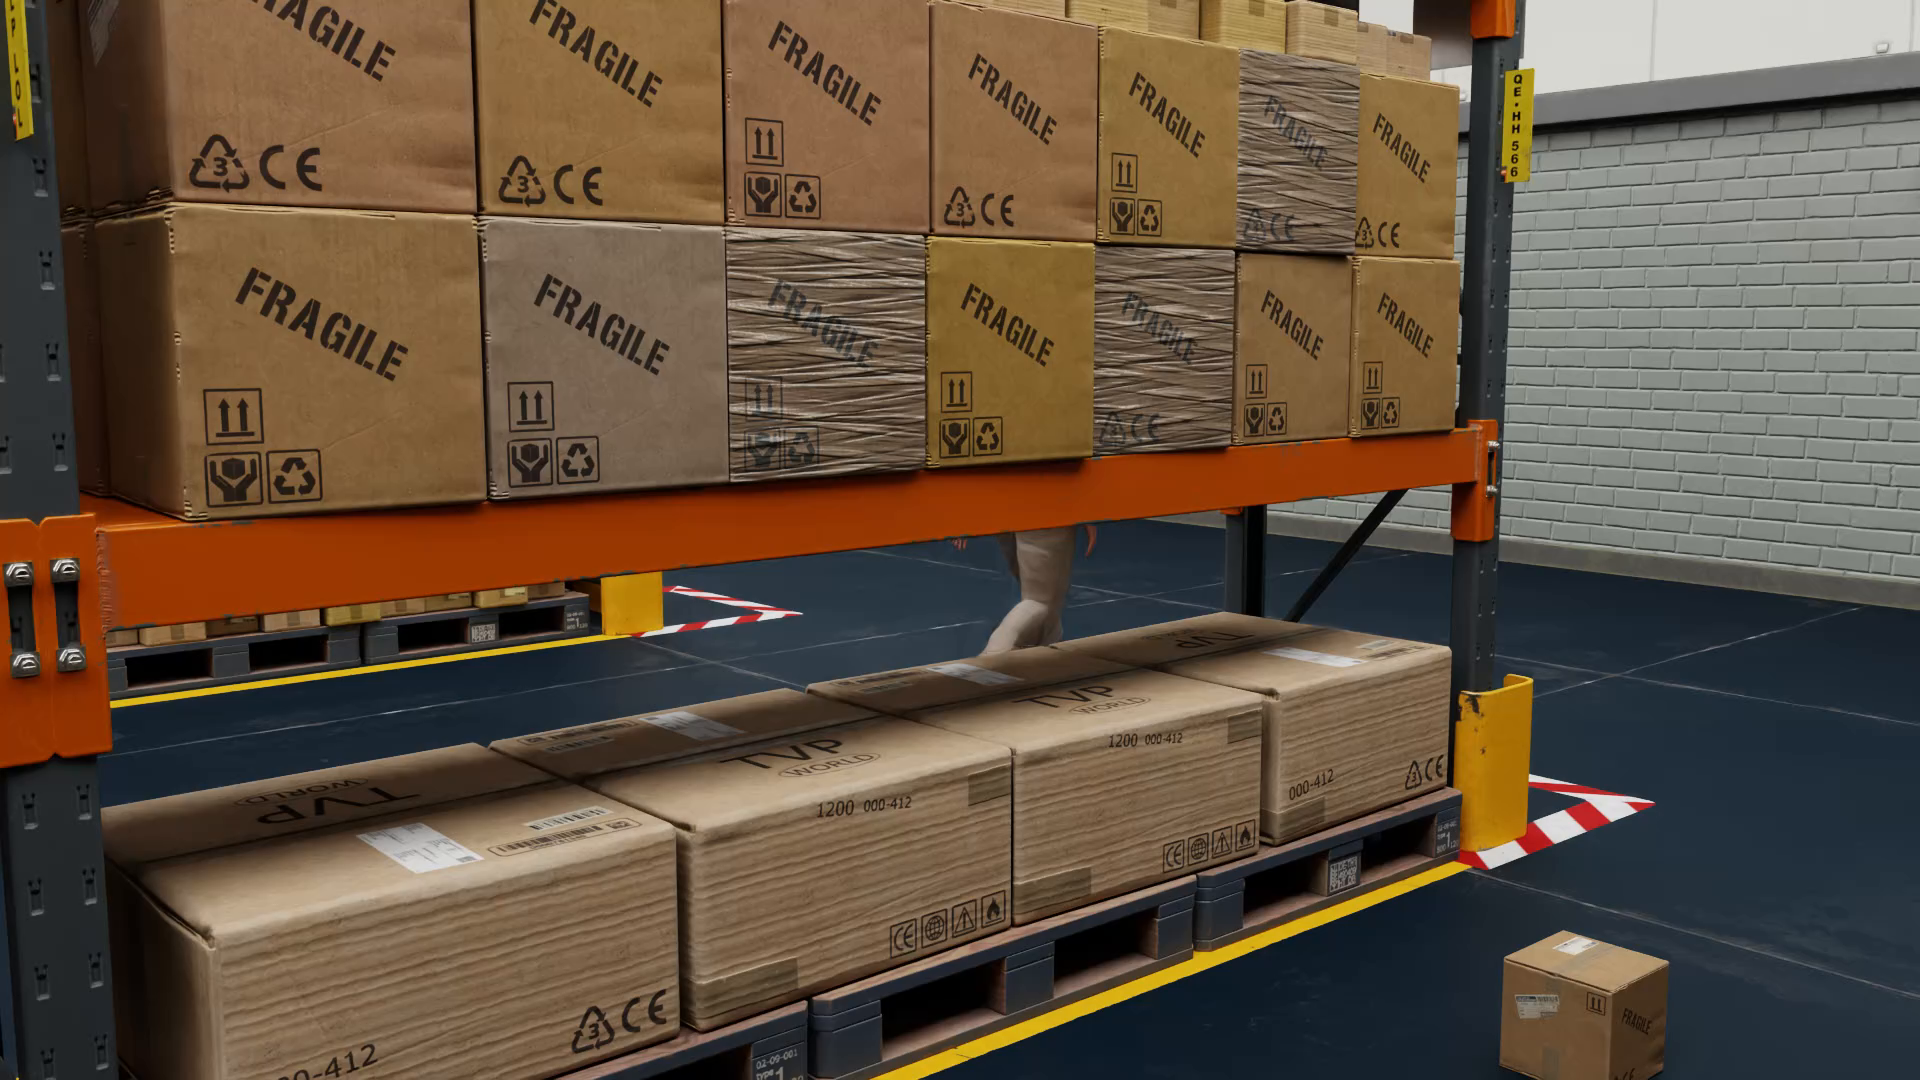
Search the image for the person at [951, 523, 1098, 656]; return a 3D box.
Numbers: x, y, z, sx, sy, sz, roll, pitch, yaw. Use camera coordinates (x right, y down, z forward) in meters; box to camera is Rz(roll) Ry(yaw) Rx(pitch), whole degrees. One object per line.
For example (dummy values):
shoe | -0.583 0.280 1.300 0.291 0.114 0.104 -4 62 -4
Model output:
person | 0.299 -0.119 6.832 0.599 1.683 1.012 7 10 44
